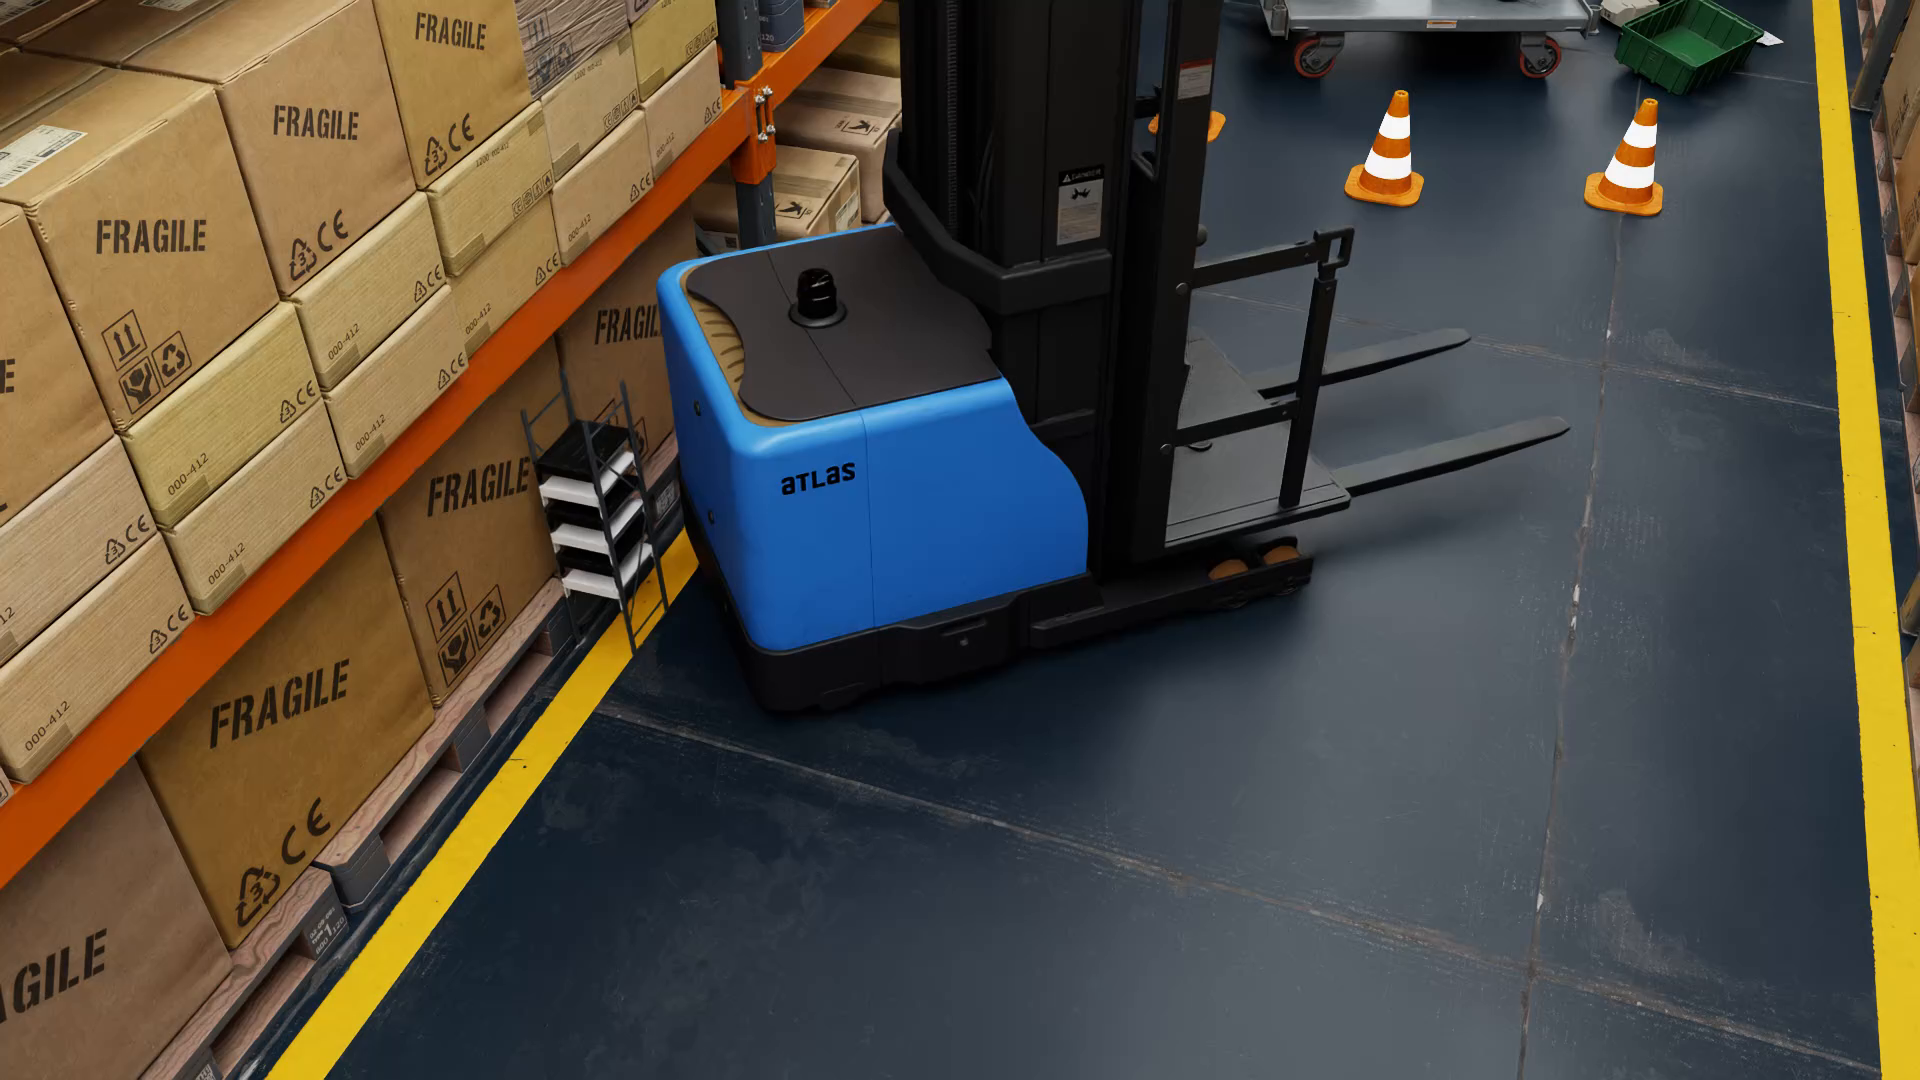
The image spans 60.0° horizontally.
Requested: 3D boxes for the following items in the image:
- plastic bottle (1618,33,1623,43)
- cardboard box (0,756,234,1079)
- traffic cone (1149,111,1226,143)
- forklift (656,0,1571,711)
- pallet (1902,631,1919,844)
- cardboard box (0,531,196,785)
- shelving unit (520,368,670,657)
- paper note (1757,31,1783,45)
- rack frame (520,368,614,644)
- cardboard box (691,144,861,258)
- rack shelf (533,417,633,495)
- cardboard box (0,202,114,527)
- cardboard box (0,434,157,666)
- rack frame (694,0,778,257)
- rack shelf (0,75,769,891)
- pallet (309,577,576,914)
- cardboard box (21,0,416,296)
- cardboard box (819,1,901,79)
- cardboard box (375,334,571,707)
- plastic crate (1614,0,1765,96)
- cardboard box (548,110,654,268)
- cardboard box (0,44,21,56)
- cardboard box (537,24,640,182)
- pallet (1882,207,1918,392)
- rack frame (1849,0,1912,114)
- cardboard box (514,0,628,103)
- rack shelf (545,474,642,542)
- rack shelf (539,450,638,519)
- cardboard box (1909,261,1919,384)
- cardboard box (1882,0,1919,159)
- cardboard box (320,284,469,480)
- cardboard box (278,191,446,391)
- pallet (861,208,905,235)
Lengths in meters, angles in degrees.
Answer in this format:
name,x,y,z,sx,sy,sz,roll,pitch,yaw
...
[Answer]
name,x,y,z,sx,sy,sz,roll,pitch,yaw
plastic bottle,3.583,-2.584,8.731,0.133,0.061,0.283,-7,41,-8
cardboard box,-2.379,0.897,3.701,0.875,0.875,0.875,15,43,16
traffic cone,1.112,-2.203,7.975,0.336,0.463,0.334,13,42,15
forklift,0.629,-1.192,4.889,3.031,2.935,1.130,-14,42,-16
pallet,3.270,0.779,4.674,1.003,0.211,1.213,13,42,15
cardboard box,-1.941,0.176,3.349,0.500,0.250,0.500,12,42,14
shelving unit,-1.111,-0.070,5.129,0.210,0.900,0.258,11,41,17
paper note,4.285,-2.680,8.867,0.147,0.020,0.142,-13,42,-15
rack frame,-1.207,-0.089,5.158,0.006,0.900,0.240,11,41,17
cardboard box,-0.945,-1.298,6.661,0.950,0.372,0.625,11,42,12
rack shelf,-1.120,-0.255,4.981,0.200,0.077,0.258,11,41,17
cardboard box,-1.947,-0.295,2.937,0.500,0.500,0.500,13,42,15
cardboard box,-1.948,-0.019,3.191,0.500,0.250,0.500,14,42,16
rack frame,-1.148,-1.795,5.543,1.000,3.000,0.127,13,42,15
rack shelf,-1.832,-0.302,4.347,1.077,0.370,4.000,13,42,15
pallet,-1.907,0.471,5.035,1.003,0.211,1.213,13,42,15
cardboard box,-1.602,-0.917,3.666,0.500,0.500,0.500,13,42,14
cardboard box,-0.436,-2.211,7.731,0.950,0.372,0.625,15,43,17
cardboard box,-1.771,-0.201,4.988,0.875,0.875,0.875,14,42,16
plastic crate,3.735,-2.547,8.546,0.662,0.188,0.450,-29,58,-29
cardboard box,-1.237,-1.057,4.793,0.500,0.250,0.500,14,42,16
cardboard box,-2.237,-0.724,3.440,0.500,0.500,0.500,15,43,16
cardboard box,-1.246,-1.263,4.650,0.500,0.250,0.500,12,42,14
pallet,4.298,-0.903,6.646,1.003,0.211,1.213,13,42,15
rack frame,4.906,-3.198,7.187,1.000,3.000,0.127,13,42,15
cardboard box,-1.246,-1.526,4.380,0.500,0.500,0.500,14,42,16
rack shelf,-1.114,-0.115,5.093,0.200,0.077,0.258,11,41,17
rack shelf,-1.117,-0.185,5.037,0.200,0.077,0.258,11,41,17
cardboard box,4.127,-0.948,5.959,1.050,0.750,0.750,14,42,16
cardboard box,4.779,-2.103,7.314,1.050,0.750,0.750,13,42,15
cardboard box,-1.572,-0.436,4.066,0.500,0.250,0.500,13,42,14
cardboard box,-1.580,-0.630,3.907,0.500,0.250,0.500,12,42,14
pallet,-0.879,-1.211,7.006,1.003,0.211,1.213,13,42,15
